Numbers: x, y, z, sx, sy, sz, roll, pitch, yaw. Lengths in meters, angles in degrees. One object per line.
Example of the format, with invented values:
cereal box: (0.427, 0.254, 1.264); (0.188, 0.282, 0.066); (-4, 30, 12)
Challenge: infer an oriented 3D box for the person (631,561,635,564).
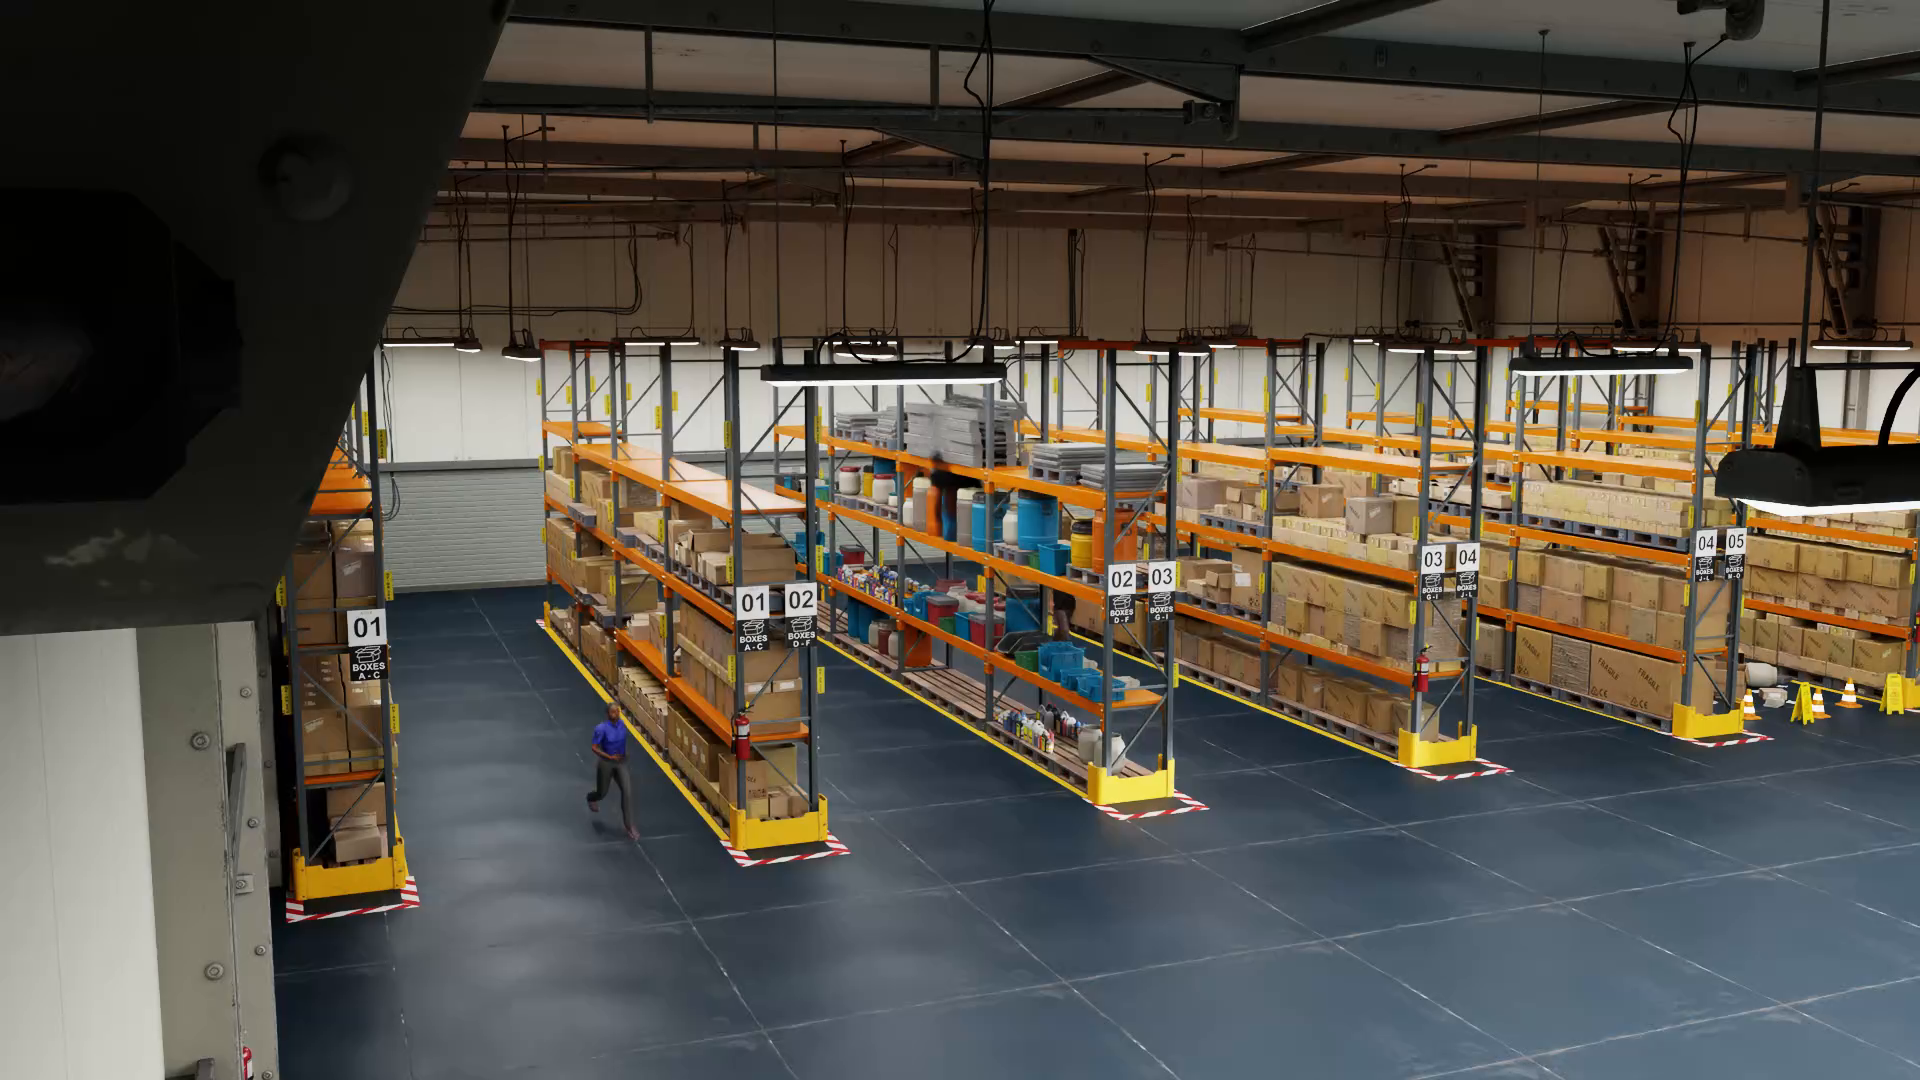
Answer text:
person: (-7.033, 0.831, 35.919); (0.814, 1.729, 0.756); (2, 8, 15)

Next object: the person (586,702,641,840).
person: (-4.371, 2.845, 20.782); (0.545, 1.650, 1.091); (-6, 9, -38)

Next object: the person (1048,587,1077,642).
person: (1.883, 1.281, 29.896); (0.650, 1.747, 0.874); (-5, 9, -36)
